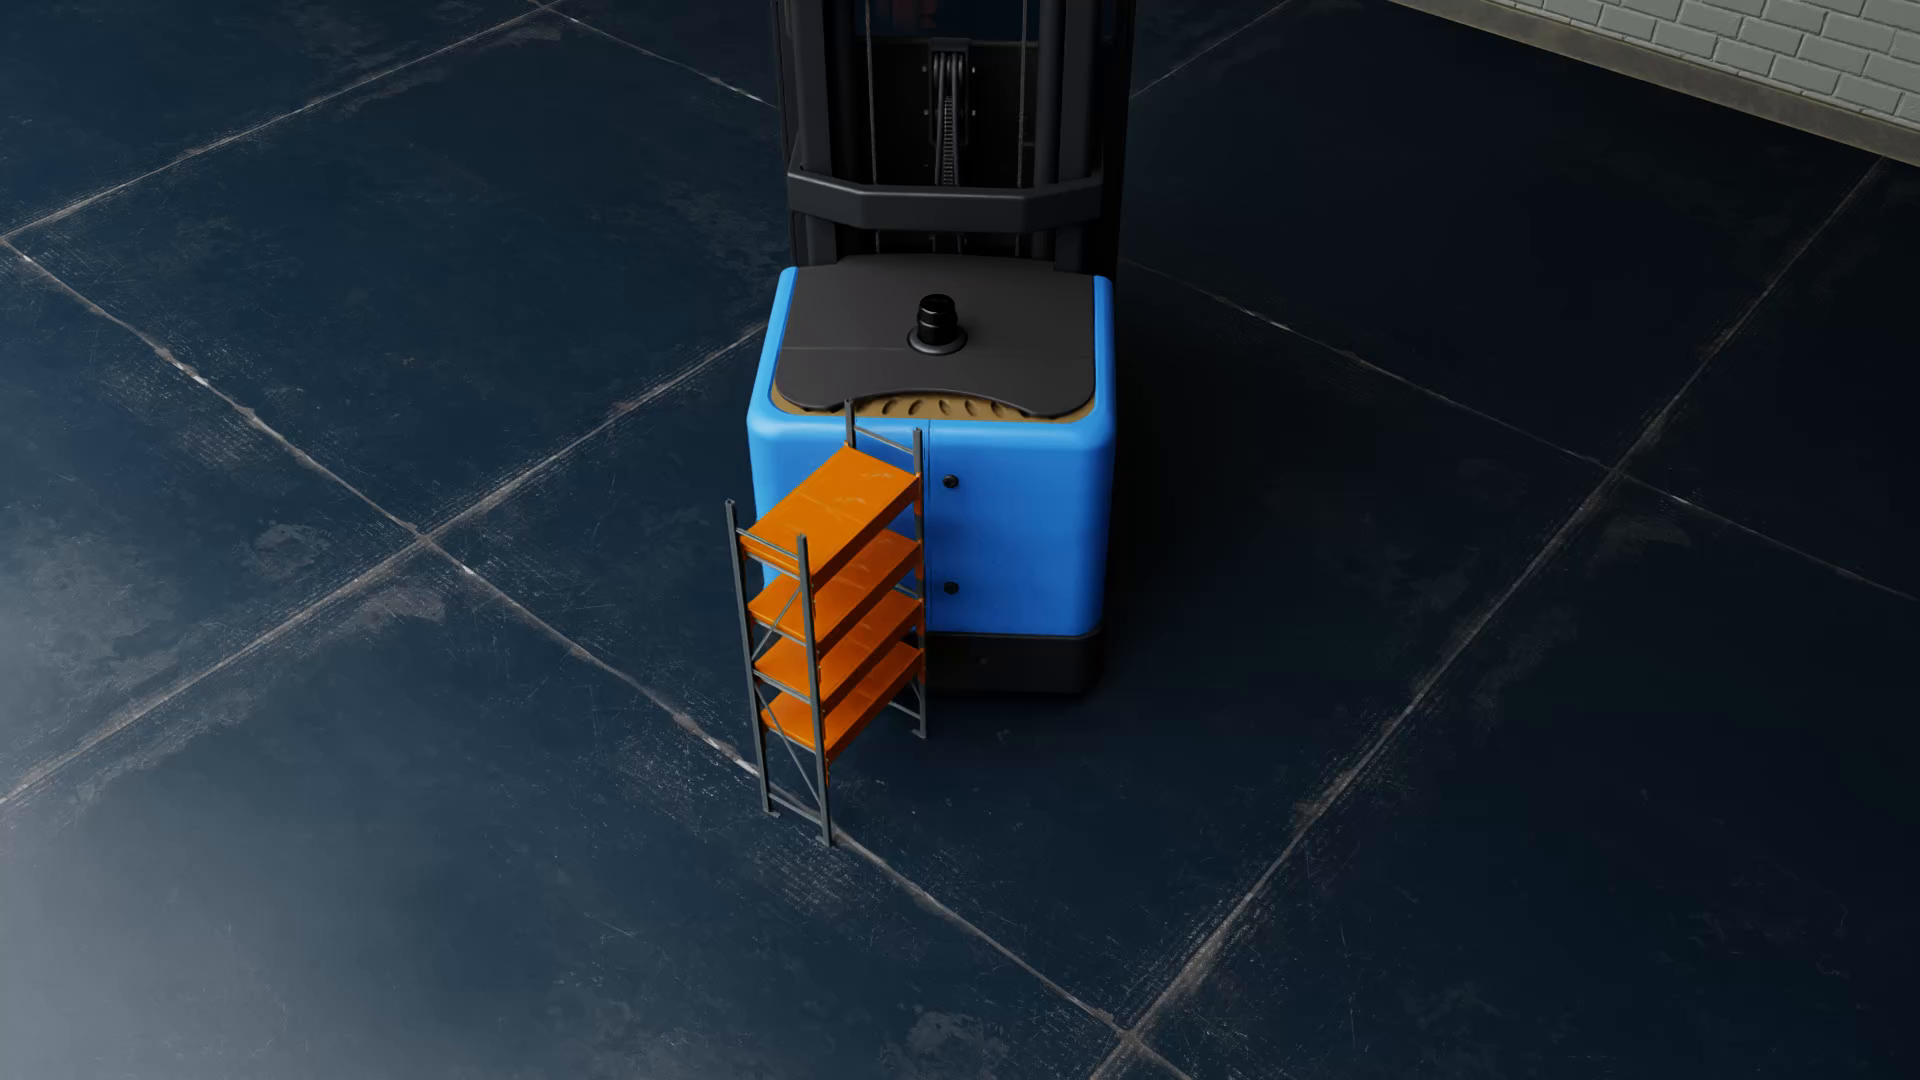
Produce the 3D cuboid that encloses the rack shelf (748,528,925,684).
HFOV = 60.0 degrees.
[{"bbox_3d":[-0.335,0.140,4.472,0.258,0.148,0.480,24,48,24],"label":"rack shelf"}]

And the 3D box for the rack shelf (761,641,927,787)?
[{"bbox_3d":[-0.335,0.452,4.756,0.258,0.148,0.480,24,48,24],"label":"rack shelf"}]

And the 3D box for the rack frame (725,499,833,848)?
[{"bbox_3d":[-0.471,0.392,4.427,0.240,1.200,0.015,24,48,24],"label":"rack frame"}]

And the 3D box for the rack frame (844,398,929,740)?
[{"bbox_3d":[-0.200,0.119,4.728,0.240,1.200,0.015,24,48,24],"label":"rack frame"}]

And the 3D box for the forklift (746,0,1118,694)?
[{"bbox_3d":[-0.035,-1.199,4.937,1.129,2.867,1.939,2,42,2],"label":"forklift"}]

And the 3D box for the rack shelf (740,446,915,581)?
[{"bbox_3d":[-0.335,-0.064,4.287,0.221,0.050,0.457,24,48,24],"label":"rack shelf"}]
